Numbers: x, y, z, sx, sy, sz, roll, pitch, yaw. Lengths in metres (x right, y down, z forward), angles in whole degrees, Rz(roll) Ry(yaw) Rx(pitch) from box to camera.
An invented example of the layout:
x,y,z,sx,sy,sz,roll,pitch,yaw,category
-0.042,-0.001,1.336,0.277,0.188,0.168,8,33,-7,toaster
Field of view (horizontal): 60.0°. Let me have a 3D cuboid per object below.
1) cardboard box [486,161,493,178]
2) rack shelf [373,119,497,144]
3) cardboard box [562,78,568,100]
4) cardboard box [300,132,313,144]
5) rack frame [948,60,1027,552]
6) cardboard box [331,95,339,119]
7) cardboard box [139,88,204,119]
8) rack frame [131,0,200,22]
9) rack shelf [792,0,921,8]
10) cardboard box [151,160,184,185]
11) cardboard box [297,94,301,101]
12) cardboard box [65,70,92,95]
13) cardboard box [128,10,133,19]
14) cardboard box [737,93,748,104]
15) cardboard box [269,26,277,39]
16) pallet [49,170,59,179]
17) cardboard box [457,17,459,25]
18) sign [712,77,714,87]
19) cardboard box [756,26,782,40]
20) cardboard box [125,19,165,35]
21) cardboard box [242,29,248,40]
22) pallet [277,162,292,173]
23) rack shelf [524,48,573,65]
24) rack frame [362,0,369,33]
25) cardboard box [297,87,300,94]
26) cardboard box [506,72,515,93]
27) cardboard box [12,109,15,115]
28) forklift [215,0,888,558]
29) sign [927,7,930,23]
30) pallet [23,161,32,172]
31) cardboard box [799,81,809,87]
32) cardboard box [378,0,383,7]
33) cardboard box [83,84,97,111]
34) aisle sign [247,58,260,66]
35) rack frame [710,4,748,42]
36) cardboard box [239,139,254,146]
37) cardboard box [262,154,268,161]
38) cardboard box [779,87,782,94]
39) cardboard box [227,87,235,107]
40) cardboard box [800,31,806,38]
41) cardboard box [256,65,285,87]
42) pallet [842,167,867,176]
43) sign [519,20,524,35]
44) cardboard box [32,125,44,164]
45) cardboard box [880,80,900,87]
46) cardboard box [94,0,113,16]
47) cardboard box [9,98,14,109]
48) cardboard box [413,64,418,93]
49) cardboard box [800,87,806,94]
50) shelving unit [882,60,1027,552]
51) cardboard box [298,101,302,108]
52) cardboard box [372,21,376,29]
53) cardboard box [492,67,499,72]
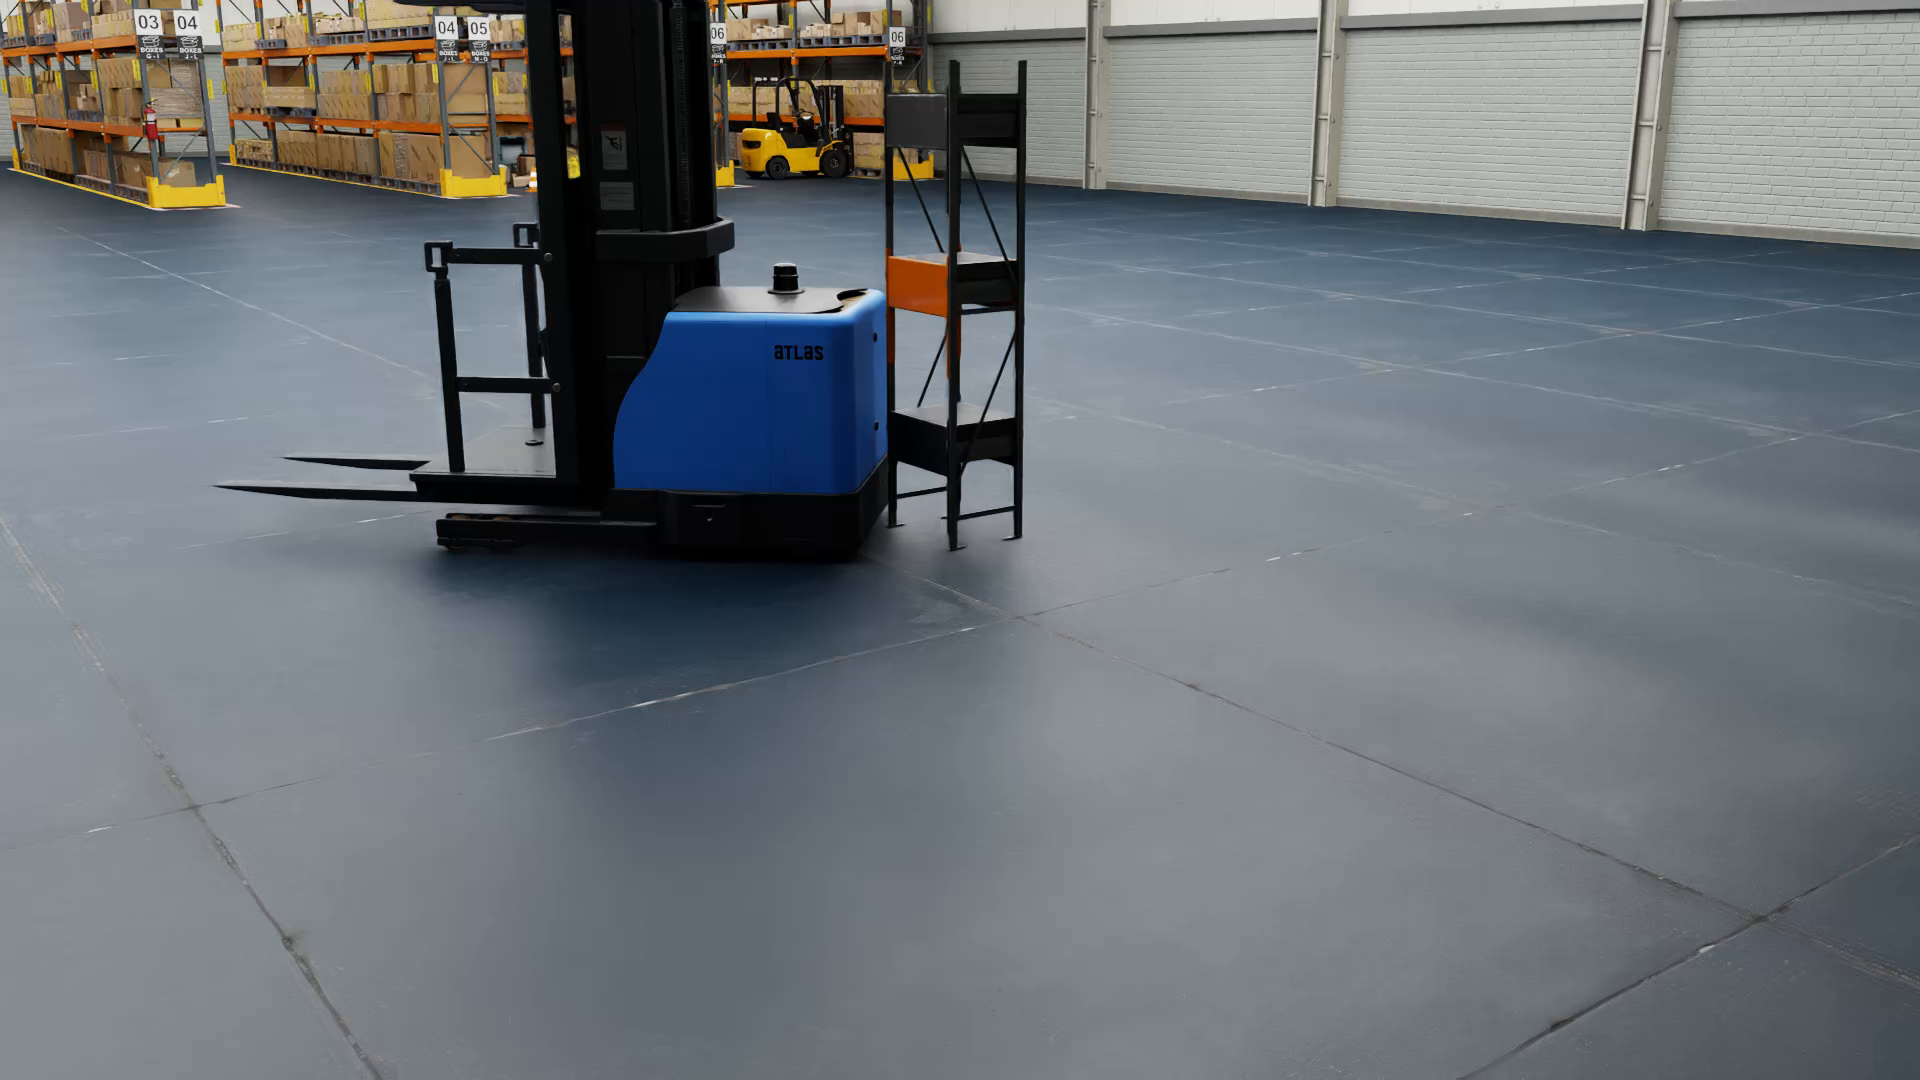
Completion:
x,y,z,sx,sy,sz,roll,pitch,yaw,category
-9.717,-7.382,33.594,0.500,0.500,0.500,-7,17,-25,cardboard box
-10.284,-7.984,32.428,1.077,0.370,4.000,-11,19,-35,rack shelf
-8.872,-10.334,38.102,0.500,0.500,0.500,-12,19,-37,cardboard box
-14.732,-9.182,37.963,0.500,0.250,0.500,-11,19,-34,cardboard box
0.117,-0.993,7.227,0.400,2.100,0.015,-11,19,-34,rack frame
-13.169,-9.307,35.709,0.500,0.500,0.500,-11,19,-35,cardboard box
-13.481,-7.469,28.431,0.875,0.500,0.500,-11,19,-35,cardboard box
-13.179,-10.049,27.247,1.000,3.000,0.127,-11,19,-35,rack frame
-2.326,-12.246,37.393,1.077,0.370,4.000,-11,19,-35,rack shelf
-13.912,-6.411,29.257,0.500,0.500,0.500,-6,16,-20,cardboard box
-14.629,-9.929,37.287,0.380,0.149,0.250,-10,18,-32,cardboard box
-18.300,-9.555,34.714,0.797,0.503,0.637,-10,18,-33,cardboard box
-13.595,-8.733,27.650,0.380,0.149,0.250,-11,19,-35,cardboard box
-5.204,-10.988,41.377,0.500,0.250,0.500,-11,19,-36,cardboard box
-15.816,-11.852,38.890,0.500,0.311,0.500,-11,19,-35,cardboard box
-19.720,-8.220,37.210,1.003,0.211,1.213,-11,19,-35,pallet
-9.201,-9.658,30.989,0.380,0.149,0.250,-11,19,-34,cardboard box
-6.288,-11.608,42.261,0.100,0.325,0.005,-11,19,-35,sign
-4.576,-12.255,40.170,0.500,0.311,0.500,-12,19,-36,cardboard box
-13.668,-8.594,27.895,0.500,0.250,0.500,-10,18,-33,cardboard box
-17.247,-12.365,40.725,0.500,0.250,0.500,-10,18,-32,cardboard box
-15.705,-8.955,39.897,1.003,0.211,1.213,-11,19,-35,pallet
-8.691,-11.075,38.039,1.077,0.370,4.000,-11,19,-35,rack shelf
-11.460,-11.652,33.102,1.000,3.000,0.127,-11,19,-35,rack frame
-14.617,-10.068,37.233,0.380,0.149,0.250,-11,19,-35,cardboard box
-10.691,-11.111,40.406,0.500,0.500,0.500,-10,18,-34,cardboard box
-22.493,-10.270,39.891,0.380,0.149,0.250,-11,19,-35,cardboard box
-1.885,-1.487,7.458,3.031,2.935,1.130,2,15,7,forklift
-0.698,-11.457,36.265,0.100,0.325,0.005,-11,19,-35,sign
-22.053,-9.069,40.310,1.003,0.211,1.213,-11,19,-35,pallet
-3.555,-10.710,39.042,0.380,0.149,0.250,-10,18,-33,cardboard box
-11.072,-10.426,32.286,0.380,0.149,0.250,-11,19,-35,cardboard box
-16.625,-8.618,32.390,0.797,0.503,0.637,-9,18,-29,cardboard box
-18.316,-12.637,43.140,0.394,0.787,0.004,-11,19,-35,aisle sign
-5.854,-14.067,41.926,1.000,3.000,0.127,-11,19,-35,rack frame
-18.178,-10.157,42.481,0.380,0.149,0.250,-11,19,-35,cardboard box
-16.962,-9.440,40.988,0.380,0.149,0.250,-12,19,-36,cardboard box
-4.151,-10.832,40.051,0.380,0.149,0.250,-11,19,-35,cardboard box
-18.475,-11.374,42.696,0.500,0.500,0.500,-10,18,-32,cardboard box
-3.484,-11.753,38.644,0.380,0.149,0.250,-10,18,-33,cardboard box
-16.659,-11.199,40.164,0.500,0.500,0.500,-12,19,-36,cardboard box
-2.347,-8.537,38.369,1.003,0.211,1.213,-11,19,-35,pallet
-10.321,-12.052,39.117,0.100,0.325,0.005,-11,19,-35,sign
-21.088,-9.241,38.888,0.875,0.875,0.875,-11,19,-35,cardboard box
-1.532,-10.014,36.499,0.380,0.149,0.250,-11,19,-34,cardboard box
-15.728,-9.825,31.117,0.797,0.503,0.637,-12,19,-37,cardboard box
-22.523,-10.499,39.975,0.500,0.250,0.500,-11,19,-36,cardboard box
-9.912,-8.826,31.813,0.875,0.550,0.550,-11,19,-35,cardboard box
-3.528,-10.572,39.101,0.380,0.149,0.250,-11,19,-35,cardboard box
-0.026,-1.045,7.418,0.431,2.100,0.503,-11,19,-34,shelving unit
-14.618,-9.781,37.311,0.380,0.149,0.250,-11,19,-35,cardboard box
-11.367,-10.149,32.784,0.380,0.149,0.250,-11,19,-34,cardboard box
-12.195,-12.207,43.184,0.380,0.149,0.250,-11,19,-35,cardboard box
